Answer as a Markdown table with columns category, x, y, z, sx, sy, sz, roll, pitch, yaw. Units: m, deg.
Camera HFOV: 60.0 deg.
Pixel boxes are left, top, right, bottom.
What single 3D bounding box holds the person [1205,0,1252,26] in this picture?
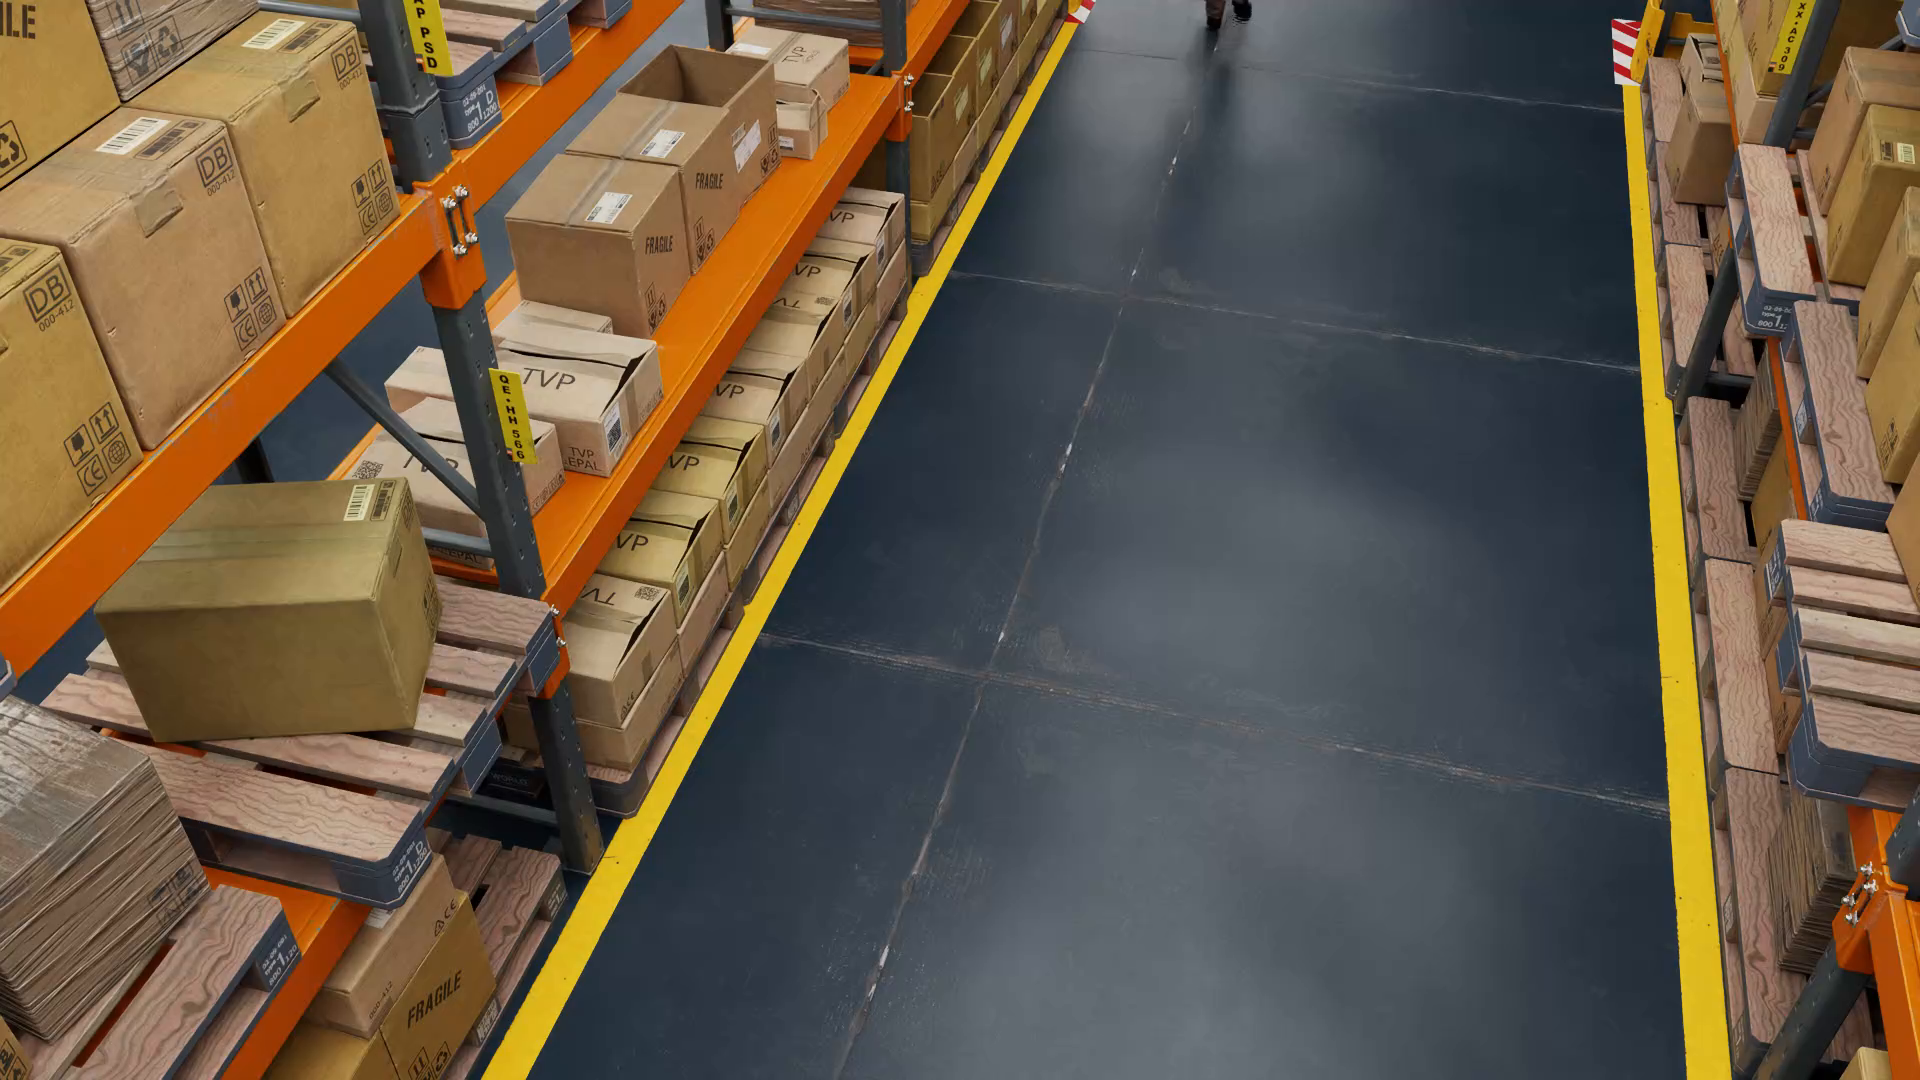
| category | x | y | z | sx | sy | sz | roll | pitch | yaw |
| --- | --- | --- | --- | --- | --- | --- | --- | --- | --- |
| person | 1.819 | -4.364 | 11.265 | 0.561 | 1.781 | 0.608 | 6 | 41 | 7 |
